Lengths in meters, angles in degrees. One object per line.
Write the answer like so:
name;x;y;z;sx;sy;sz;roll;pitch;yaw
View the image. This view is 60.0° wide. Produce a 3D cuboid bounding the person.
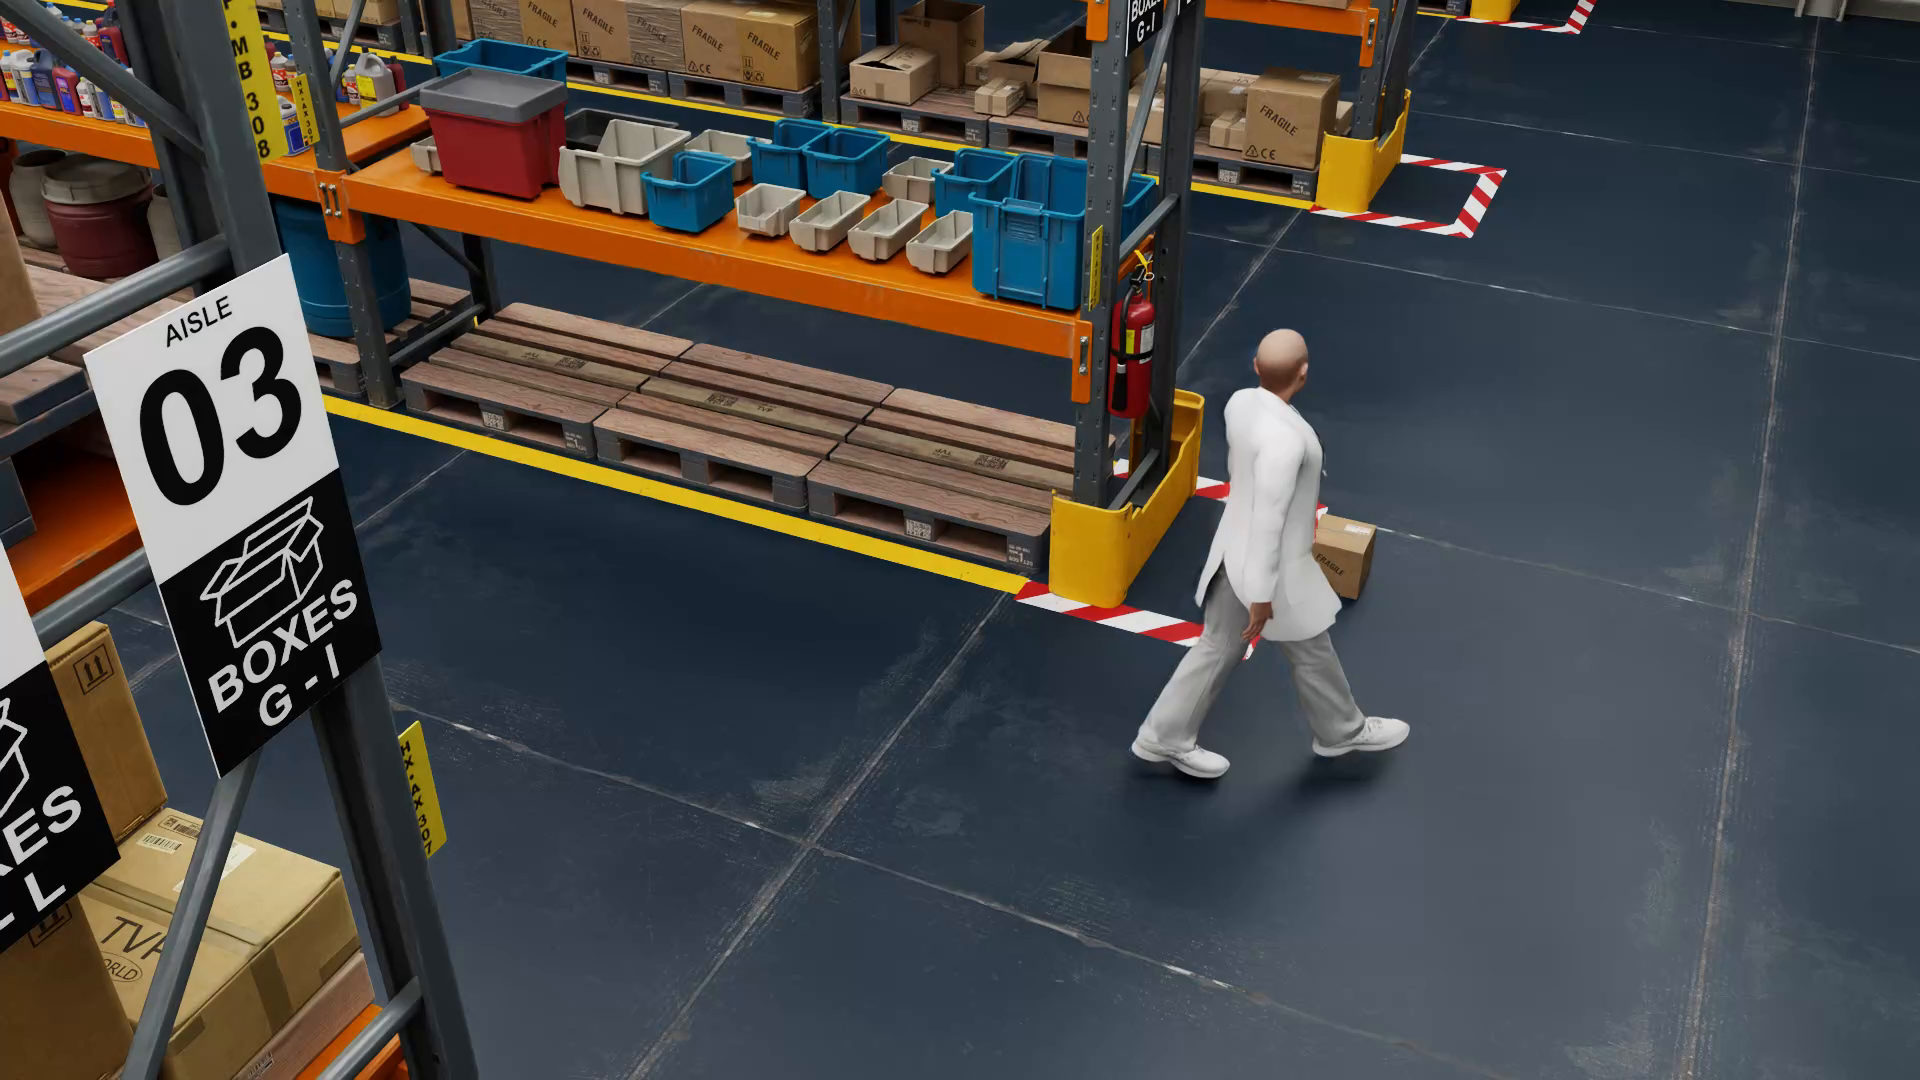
person;1.164;0.053;6.069;1.059;1.711;0.641;-8;34;-13
